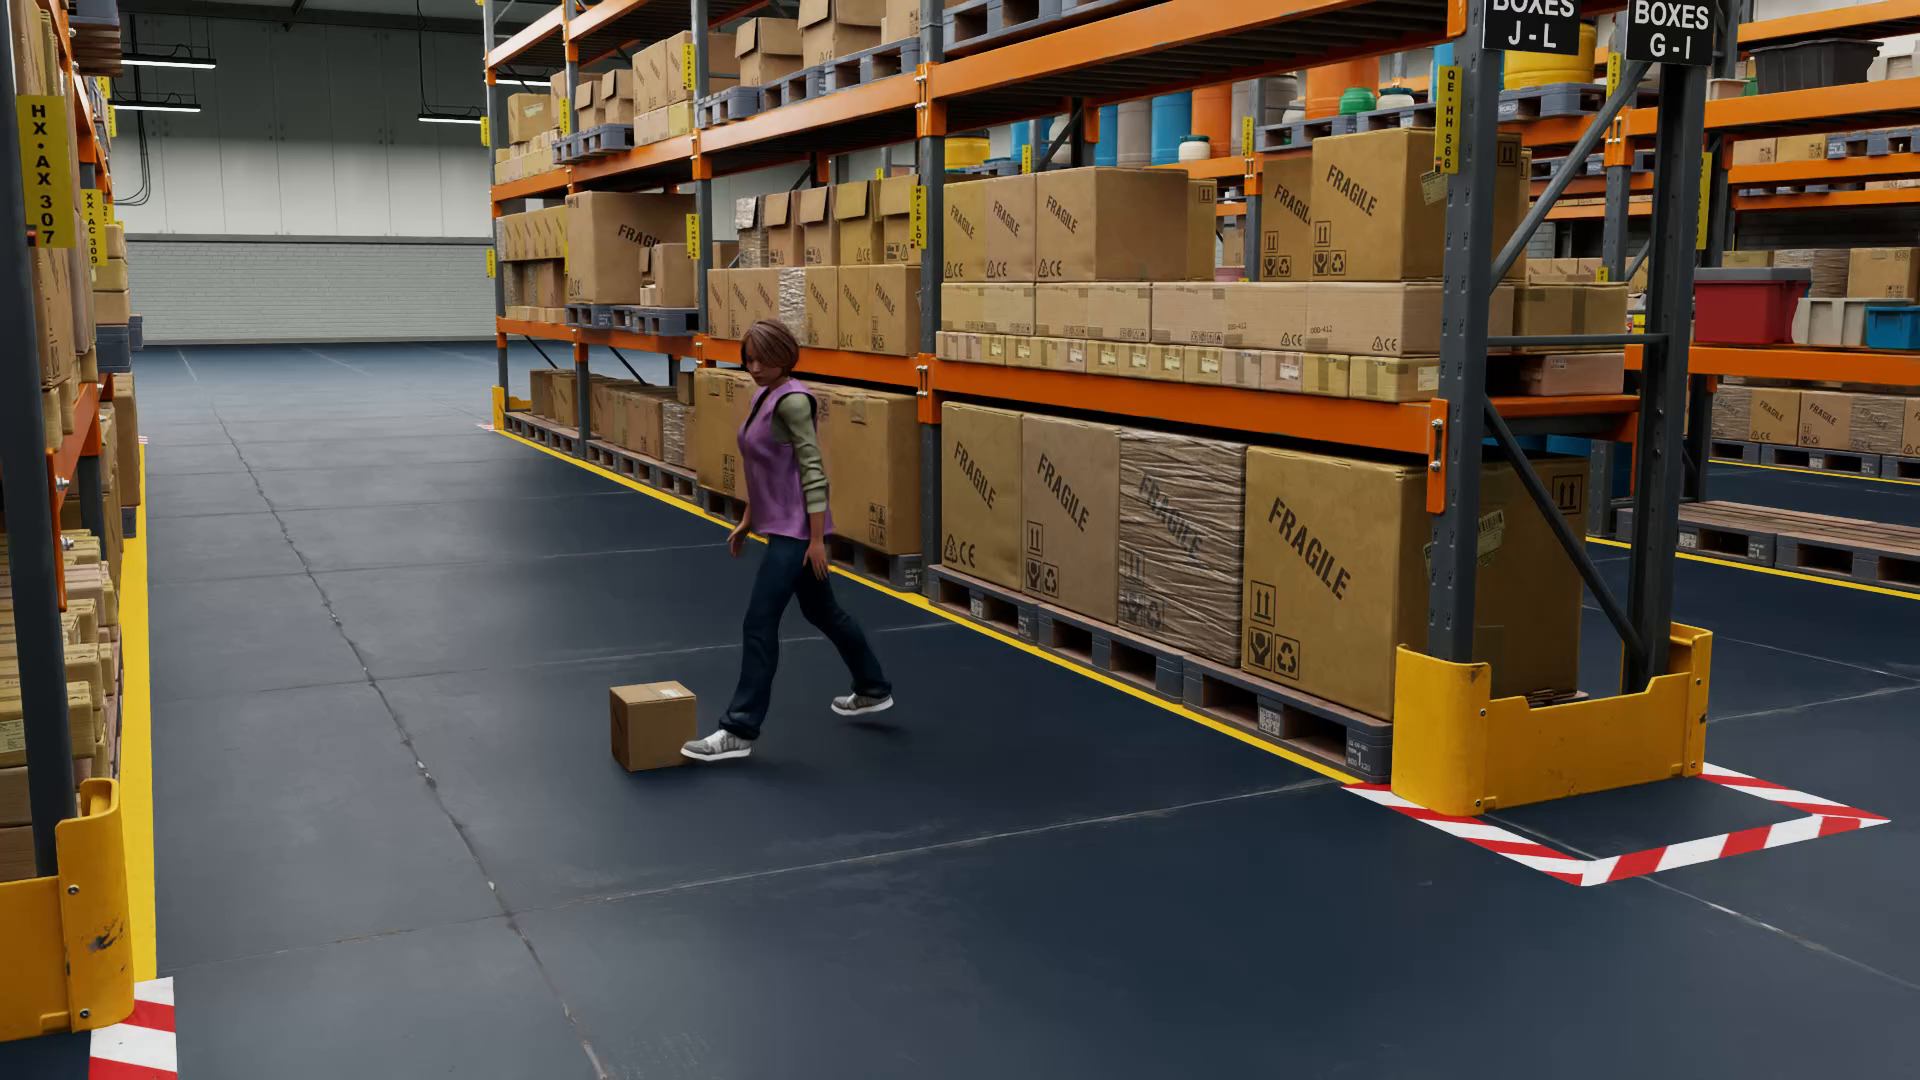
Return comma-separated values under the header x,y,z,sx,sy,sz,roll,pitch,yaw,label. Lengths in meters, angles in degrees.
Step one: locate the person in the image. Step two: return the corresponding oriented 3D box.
x,y,z,sx,sy,sz,roll,pitch,yaw,label
-0.638,-0.031,6.082,0.848,1.553,0.552,-2,9,-15,person
